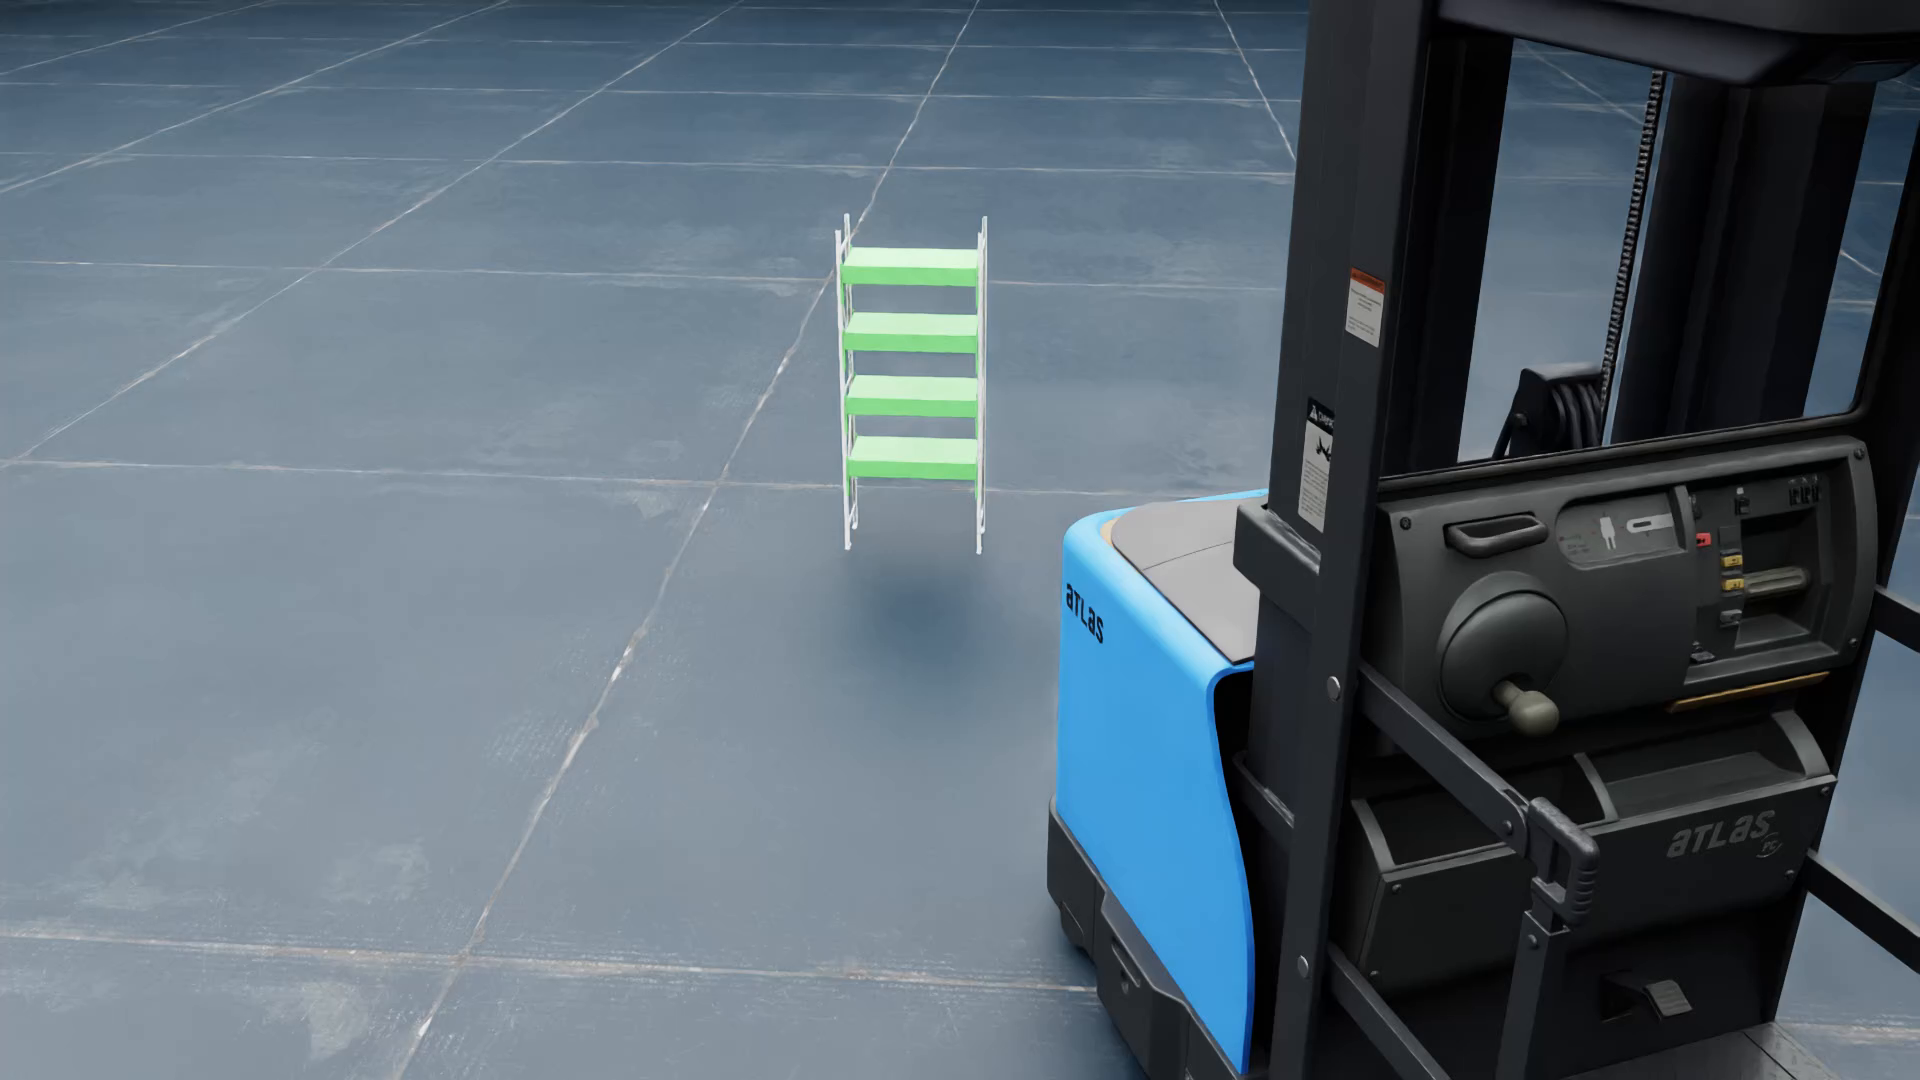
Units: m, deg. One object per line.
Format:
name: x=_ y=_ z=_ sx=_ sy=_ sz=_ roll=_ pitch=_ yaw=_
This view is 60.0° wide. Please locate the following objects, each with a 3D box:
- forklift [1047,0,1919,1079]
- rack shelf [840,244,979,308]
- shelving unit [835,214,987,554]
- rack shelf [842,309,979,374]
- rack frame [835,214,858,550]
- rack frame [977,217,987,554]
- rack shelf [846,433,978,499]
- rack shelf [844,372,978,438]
forklift: x=1.177 y=0.104 z=2.517 sx=1.130 sy=2.935 sz=3.031 roll=-8 pitch=26 yaw=-17
rack shelf: x=-0.165 y=-0.928 z=5.837 sx=0.480 sy=0.148 sz=0.258 roll=2 pitch=25 yaw=4
shelving unit: x=-0.165 y=-0.550 z=6.011 sx=0.503 sy=1.200 sz=0.258 roll=2 pitch=25 yaw=4
rack shelf: x=-0.165 y=-0.710 z=5.937 sx=0.480 sy=0.148 sz=0.258 roll=2 pitch=25 yaw=4
rack frame: x=-0.408 y=-0.558 z=6.028 sx=0.015 sy=1.200 sz=0.240 roll=2 pitch=25 yaw=4
rack frame: x=0.078 y=-0.543 z=5.994 sx=0.015 sy=1.200 sz=0.240 roll=2 pitch=25 yaw=4
rack shelf: x=-0.165 y=-0.274 z=6.138 sx=0.480 sy=0.148 sz=0.258 roll=2 pitch=25 yaw=4
rack shelf: x=-0.165 y=-0.492 z=6.037 sx=0.480 sy=0.148 sz=0.258 roll=2 pitch=25 yaw=4
